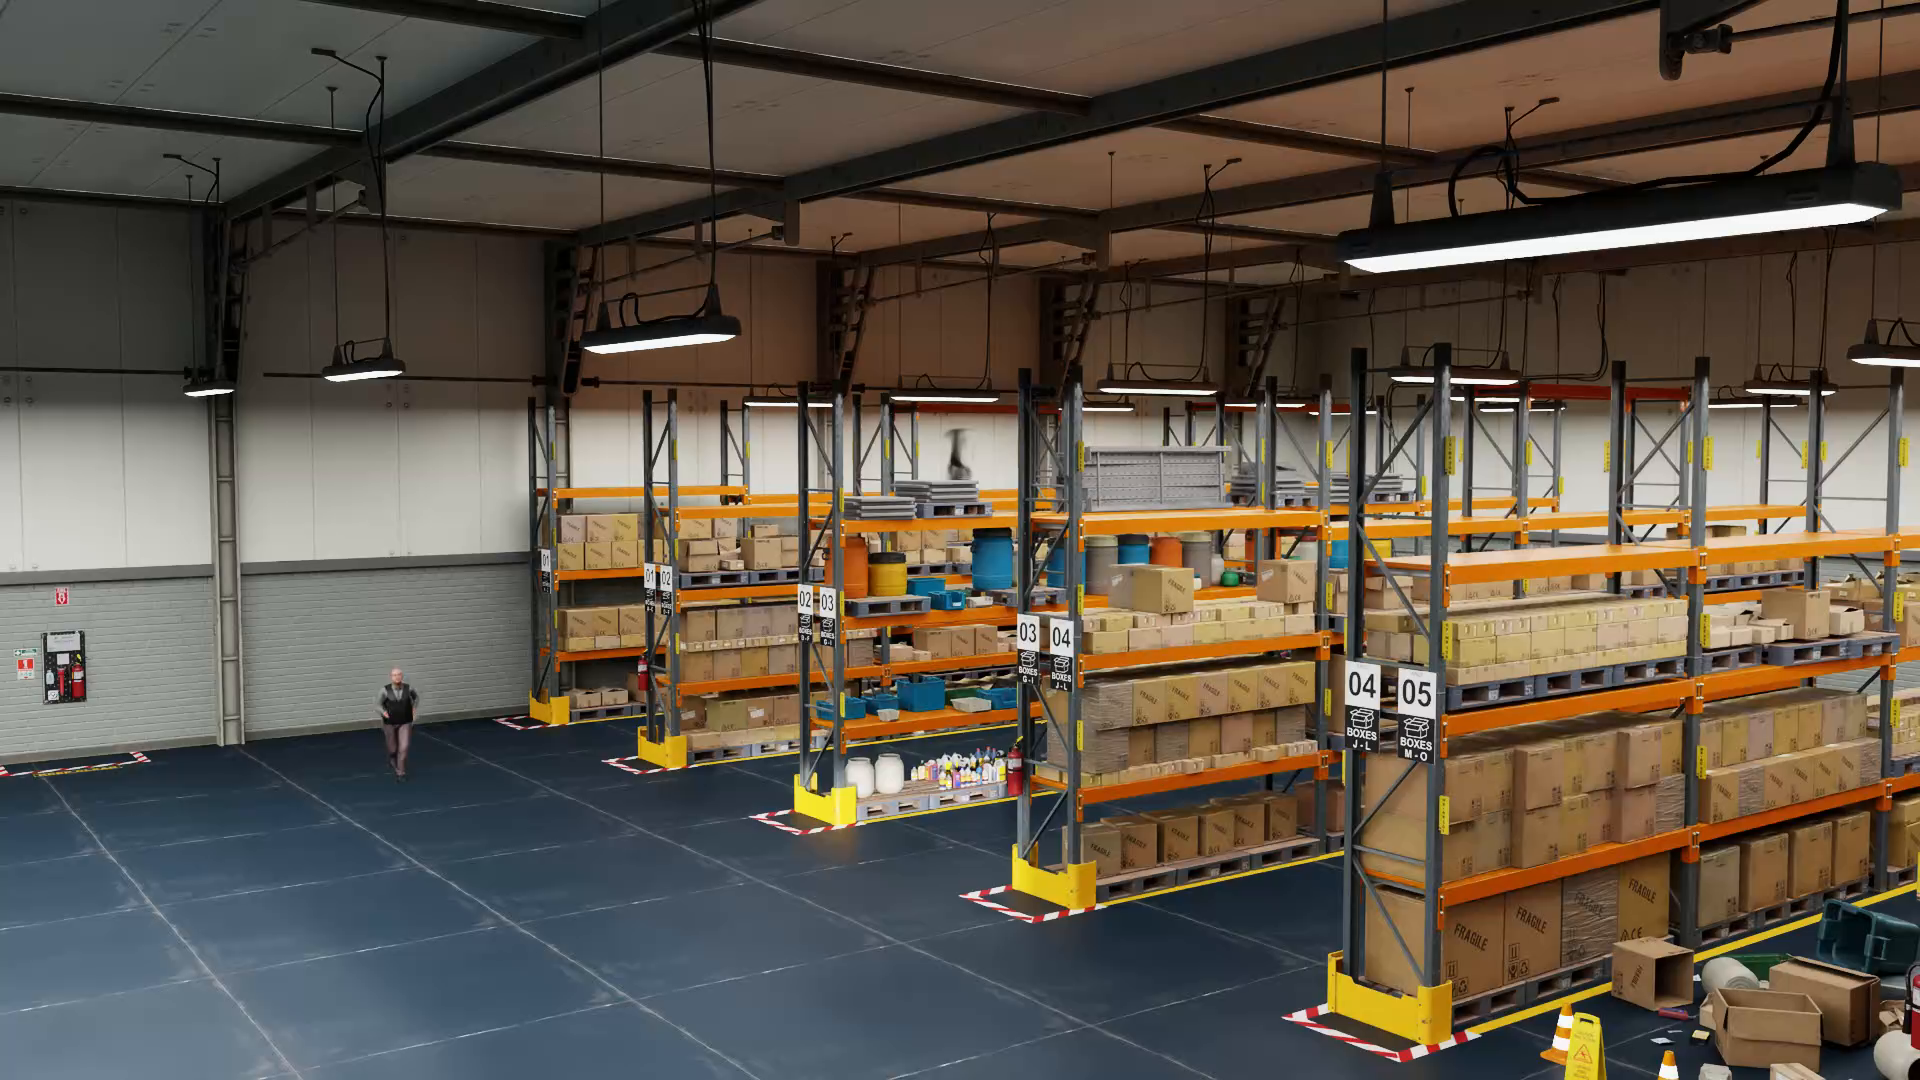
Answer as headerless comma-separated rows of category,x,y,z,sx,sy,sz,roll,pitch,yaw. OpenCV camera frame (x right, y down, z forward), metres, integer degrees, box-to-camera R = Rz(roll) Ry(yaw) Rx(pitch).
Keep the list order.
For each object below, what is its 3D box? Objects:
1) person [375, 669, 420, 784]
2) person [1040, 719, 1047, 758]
person,-8.602,2.825,25.454,0.668,1.717,0.853,-1,4,-22
person,1.692,2.679,27.331,0.888,1.760,0.678,-2,4,-33
